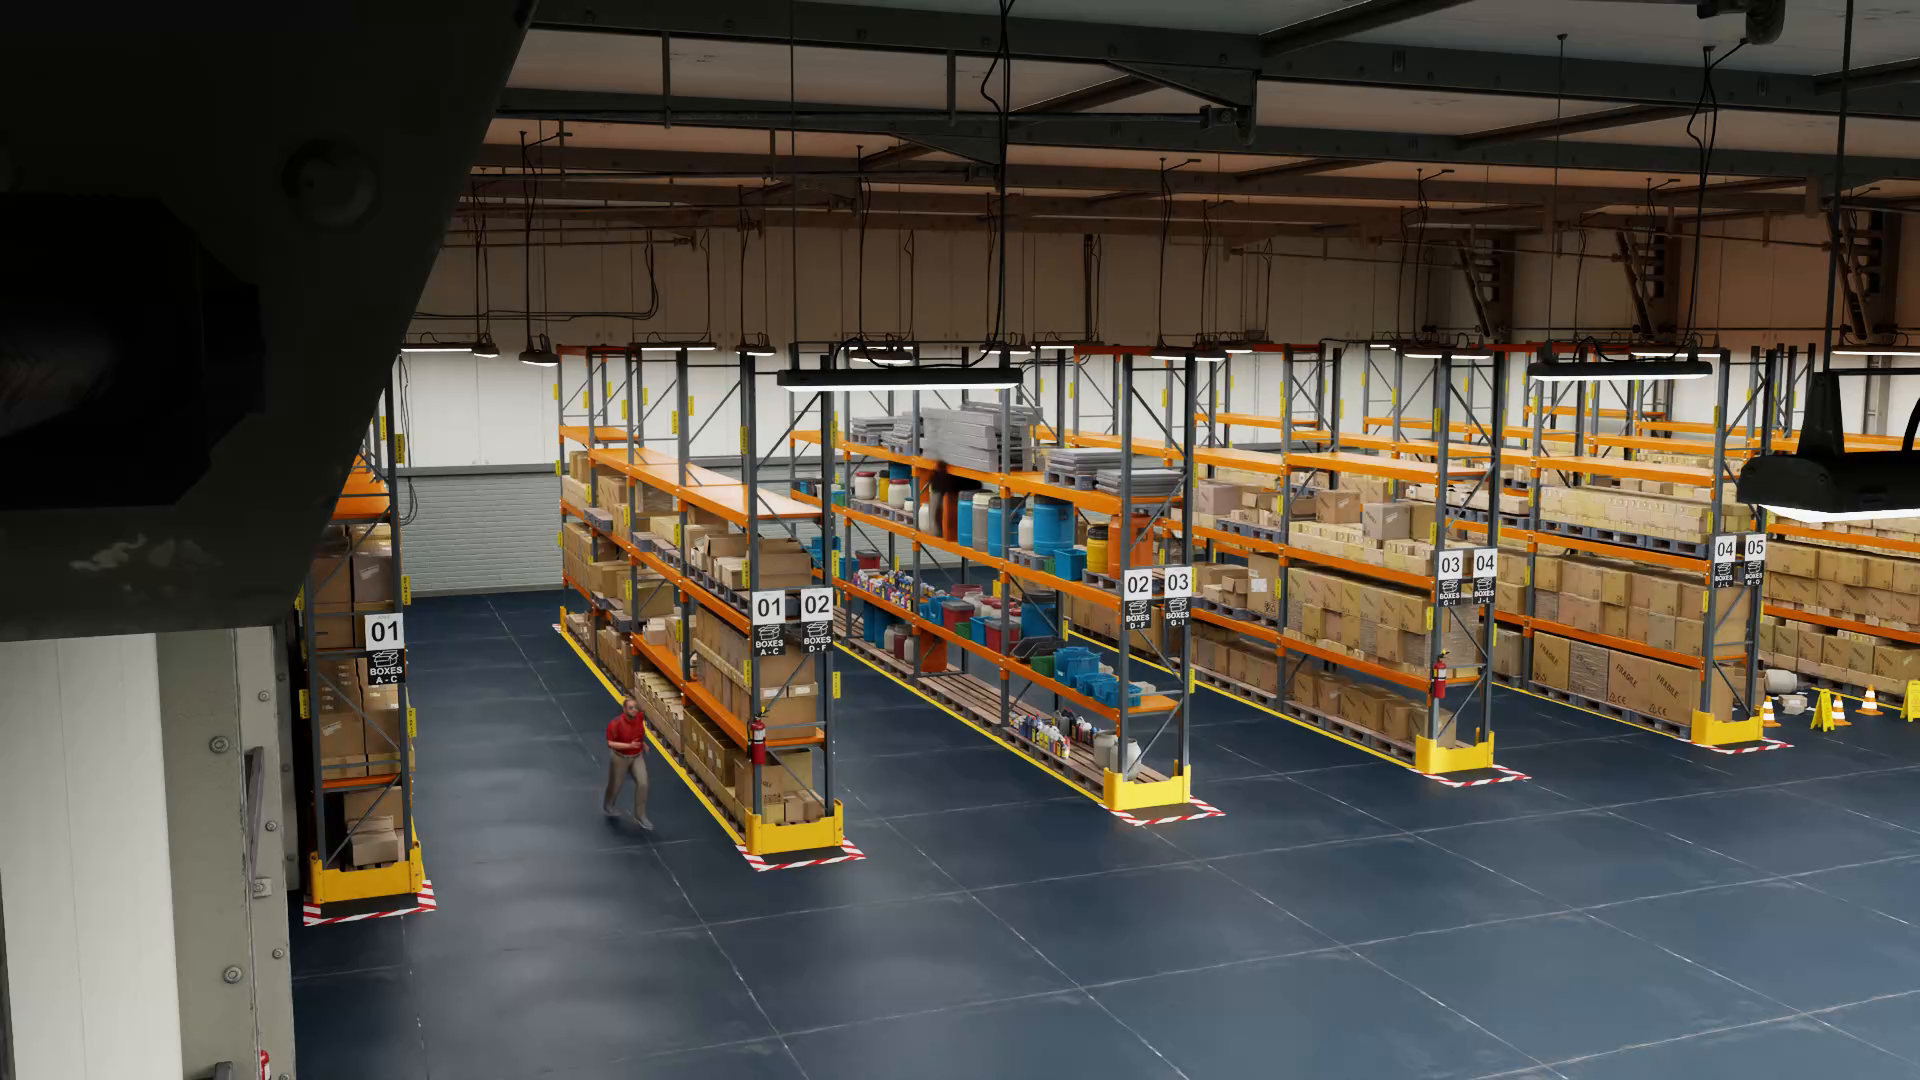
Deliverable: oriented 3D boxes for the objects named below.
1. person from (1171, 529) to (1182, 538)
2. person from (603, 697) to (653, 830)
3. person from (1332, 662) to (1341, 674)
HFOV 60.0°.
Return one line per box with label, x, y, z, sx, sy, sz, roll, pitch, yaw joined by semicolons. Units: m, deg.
person;5.571;0.141;41.959;0.682;1.814;0.691;5;9;33
person;-4.253;2.815;21.218;0.667;1.710;1.000;-5;9;-37
person;6.925;1.655;30.082;0.756;1.736;0.759;-4;8;-26
